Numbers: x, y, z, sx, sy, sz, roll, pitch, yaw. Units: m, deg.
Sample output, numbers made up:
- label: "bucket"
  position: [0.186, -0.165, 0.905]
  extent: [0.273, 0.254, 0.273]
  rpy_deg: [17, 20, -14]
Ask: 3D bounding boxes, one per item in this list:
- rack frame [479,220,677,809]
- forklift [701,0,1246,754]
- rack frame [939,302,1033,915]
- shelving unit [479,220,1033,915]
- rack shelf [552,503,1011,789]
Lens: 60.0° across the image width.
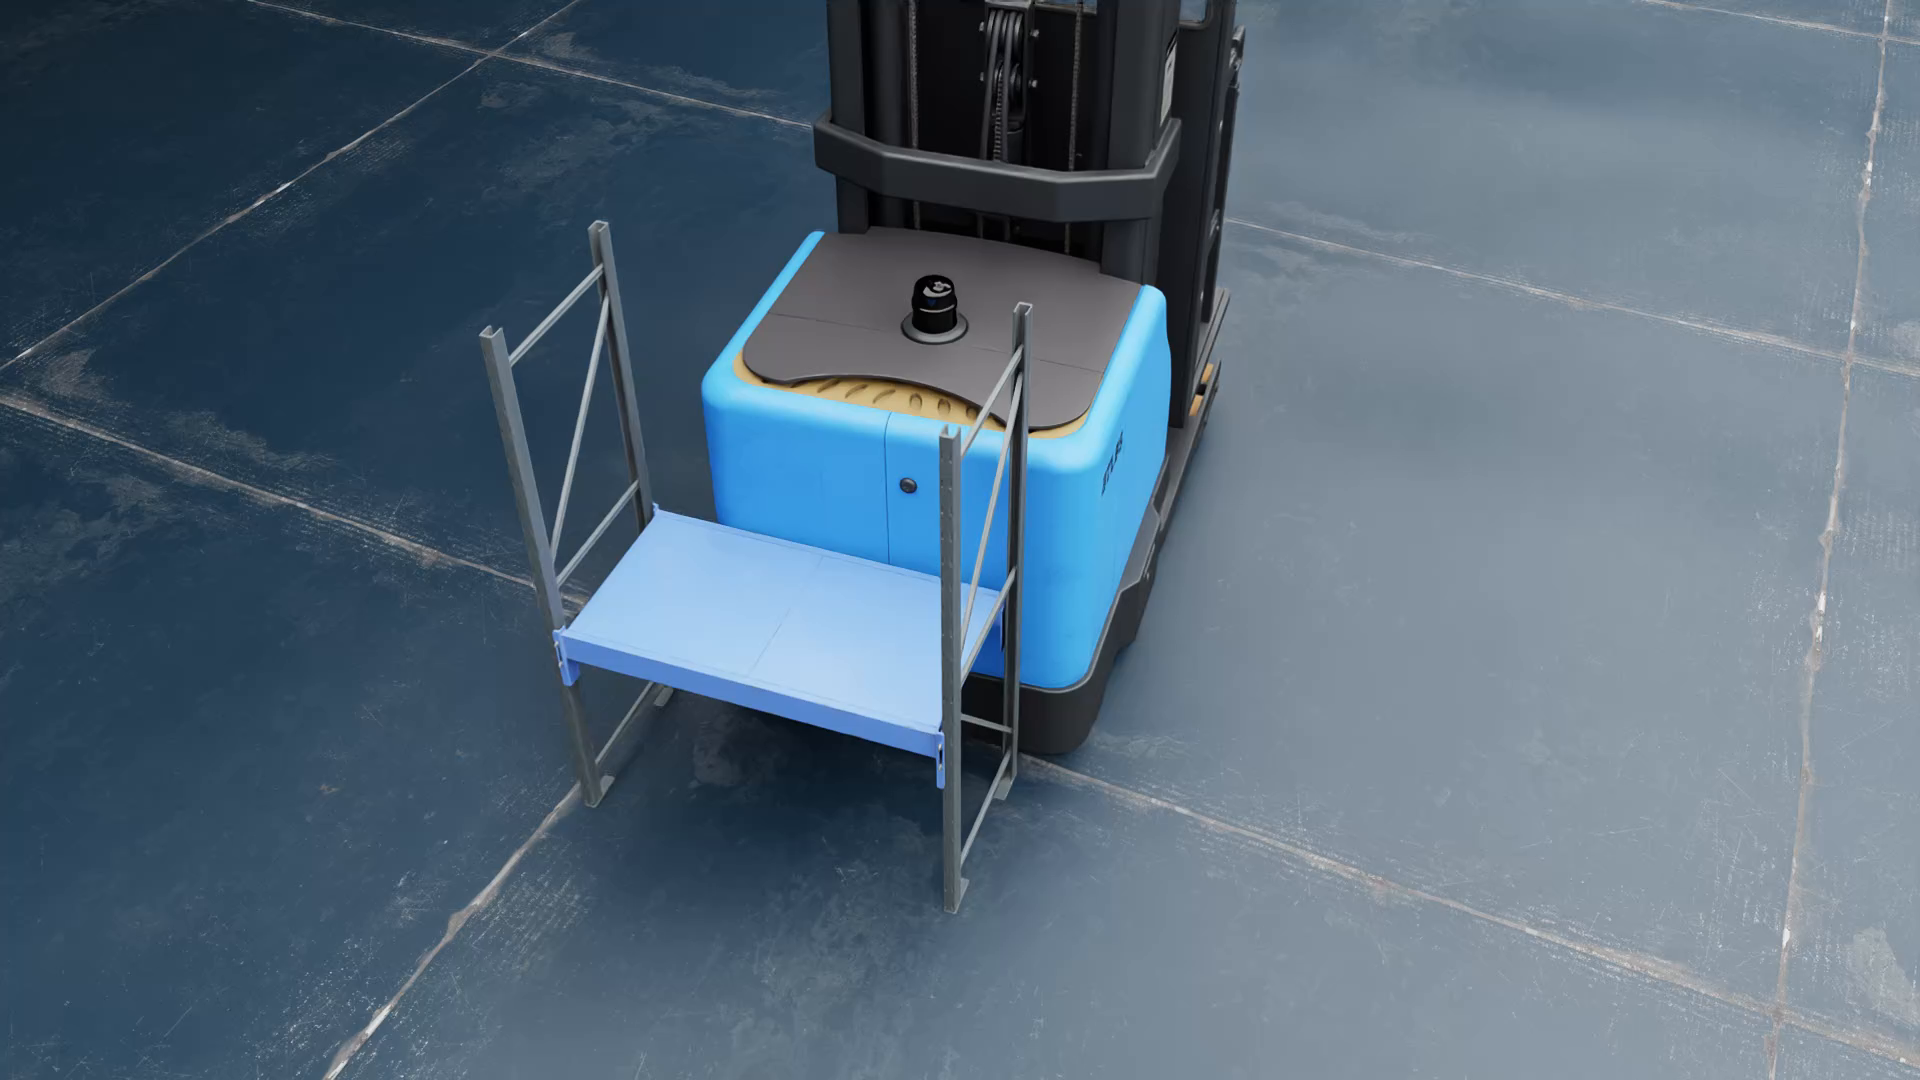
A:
- label: "rack frame"
  position: [-0.900, -0.008, 4.114]
  extent: [0.032, 1.500, 0.500]
  rpy_deg: [13, 43, 15]
- label: "forklift"
  position: [0.270, -1.507, 4.751]
  extent: [1.130, 2.935, 3.031]
  rpy_deg: [12, 42, 13]
- label: "rack frame"
  position: [0.057, 0.216, 3.856]
  extent: [0.032, 1.500, 0.500]
  rpy_deg: [13, 43, 15]
- label: "shelving unit"
  position: [-0.422, 0.104, 3.985]
  extent: [1.048, 1.500, 0.538]
  rpy_deg: [13, 43, 15]
- label: "rack shelf"
  position: [-0.422, 0.240, 4.103]
  extent: [1.000, 0.185, 0.538]
  rpy_deg: [13, 43, 15]
